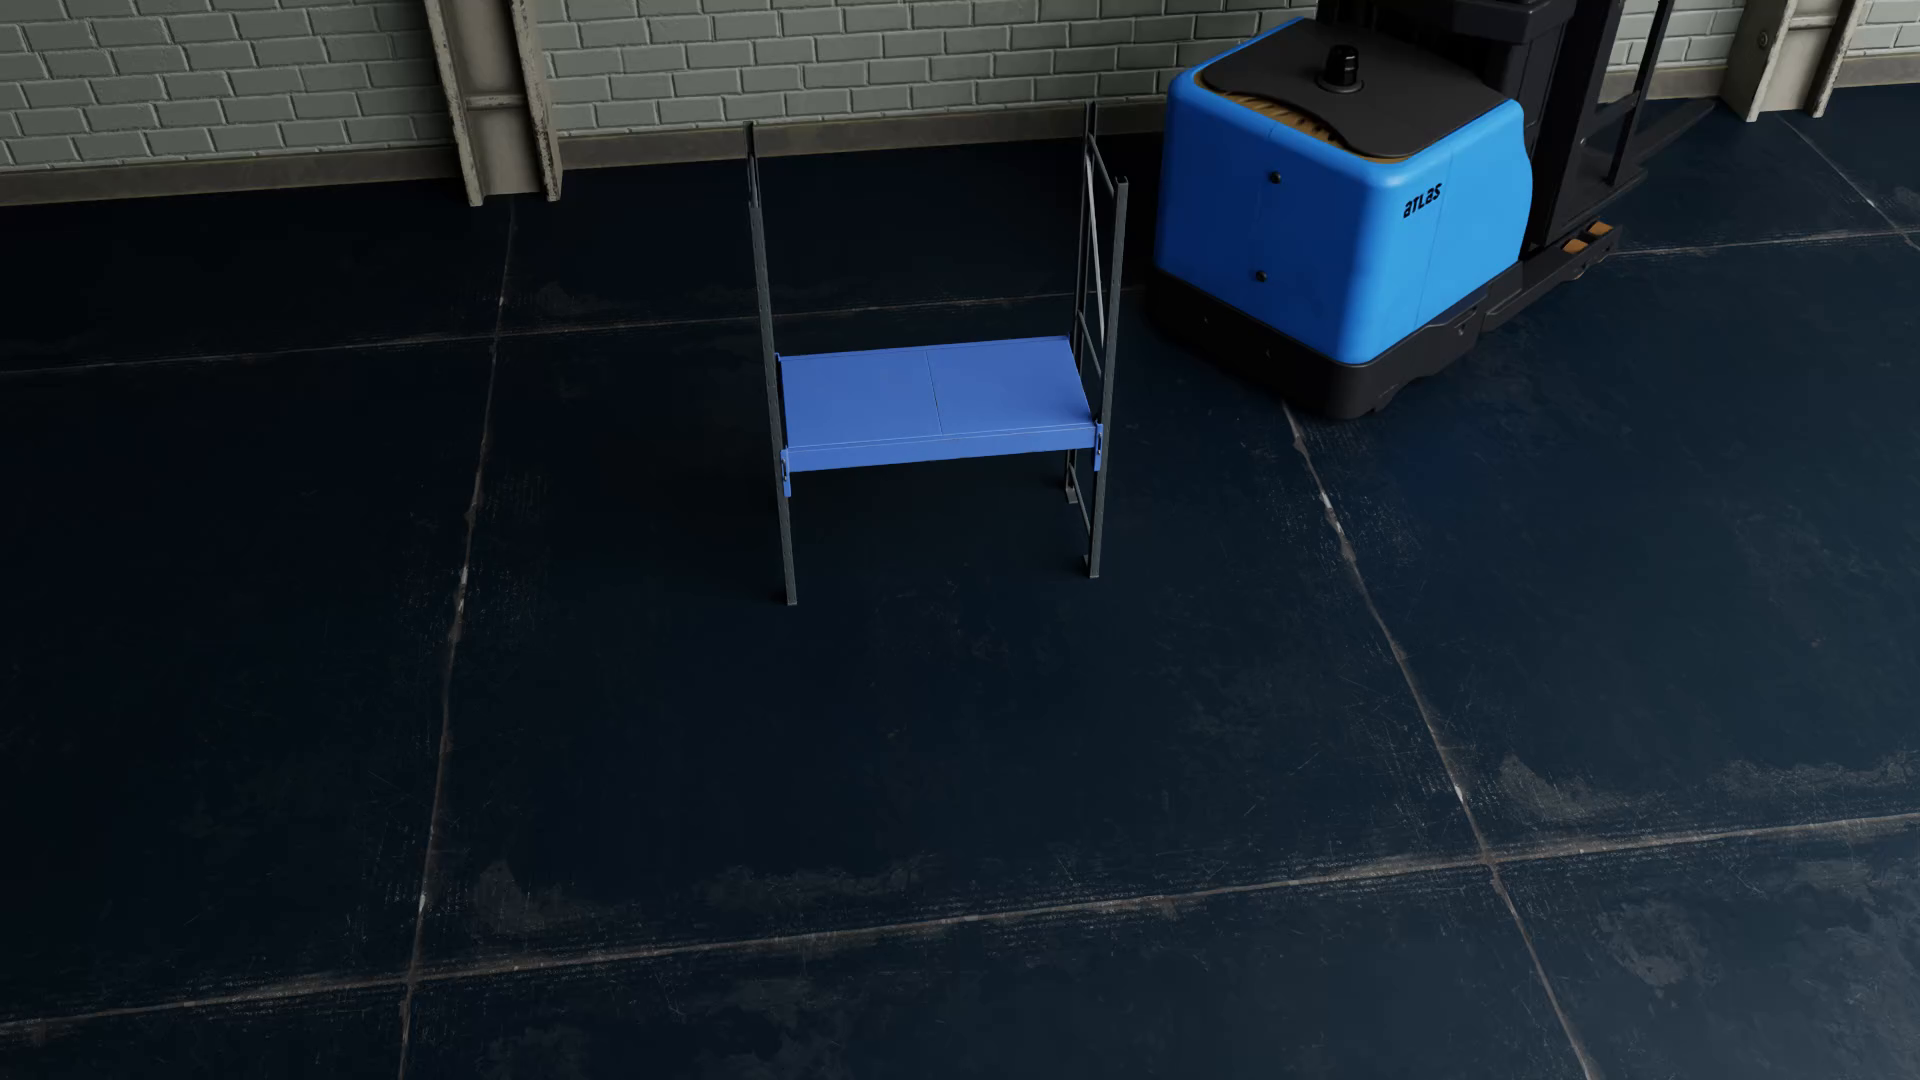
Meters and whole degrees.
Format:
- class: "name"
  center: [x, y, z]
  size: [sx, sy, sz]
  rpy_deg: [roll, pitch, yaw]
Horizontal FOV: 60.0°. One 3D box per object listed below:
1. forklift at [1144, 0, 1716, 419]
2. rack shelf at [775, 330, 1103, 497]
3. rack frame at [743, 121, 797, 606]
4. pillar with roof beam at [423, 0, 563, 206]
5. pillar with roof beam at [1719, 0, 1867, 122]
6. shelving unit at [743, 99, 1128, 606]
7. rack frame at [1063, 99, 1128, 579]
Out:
- class: "forklift"
  center: [2.153, -2.404, 6.227]
  size: [3.031, 2.935, 1.130]
  rpy_deg: [-33, 51, -31]
- class: "rack shelf"
  center: [-0.085, -0.416, 5.360]
  size: [1.000, 0.185, 0.538]
  rpy_deg: [-5, 42, -6]
- class: "rack frame"
  center: [-0.589, -0.505, 5.191]
  size: [0.032, 1.500, 0.500]
  rpy_deg: [-5, 42, -6]
- class: "pillar with roof beam"
  center: [-1.449, -2.086, 1.344]
  size: [0.400, 9.000, 9.100]
  rpy_deg: [-5, 42, -6]
- class: "pillar with roof beam"
  center: [4.501, -2.607, 1.921]
  size: [0.400, 9.000, 9.100]
  rpy_deg: [-5, 42, -6]
- class: "shelving unit"
  center: [-0.085, -0.550, 5.239]
  size: [1.048, 1.500, 0.538]
  rpy_deg: [-5, 42, -6]
- class: "rack frame"
  center: [0.419, -0.594, 5.288]
  size: [0.032, 1.500, 0.500]
  rpy_deg: [-5, 42, -6]
